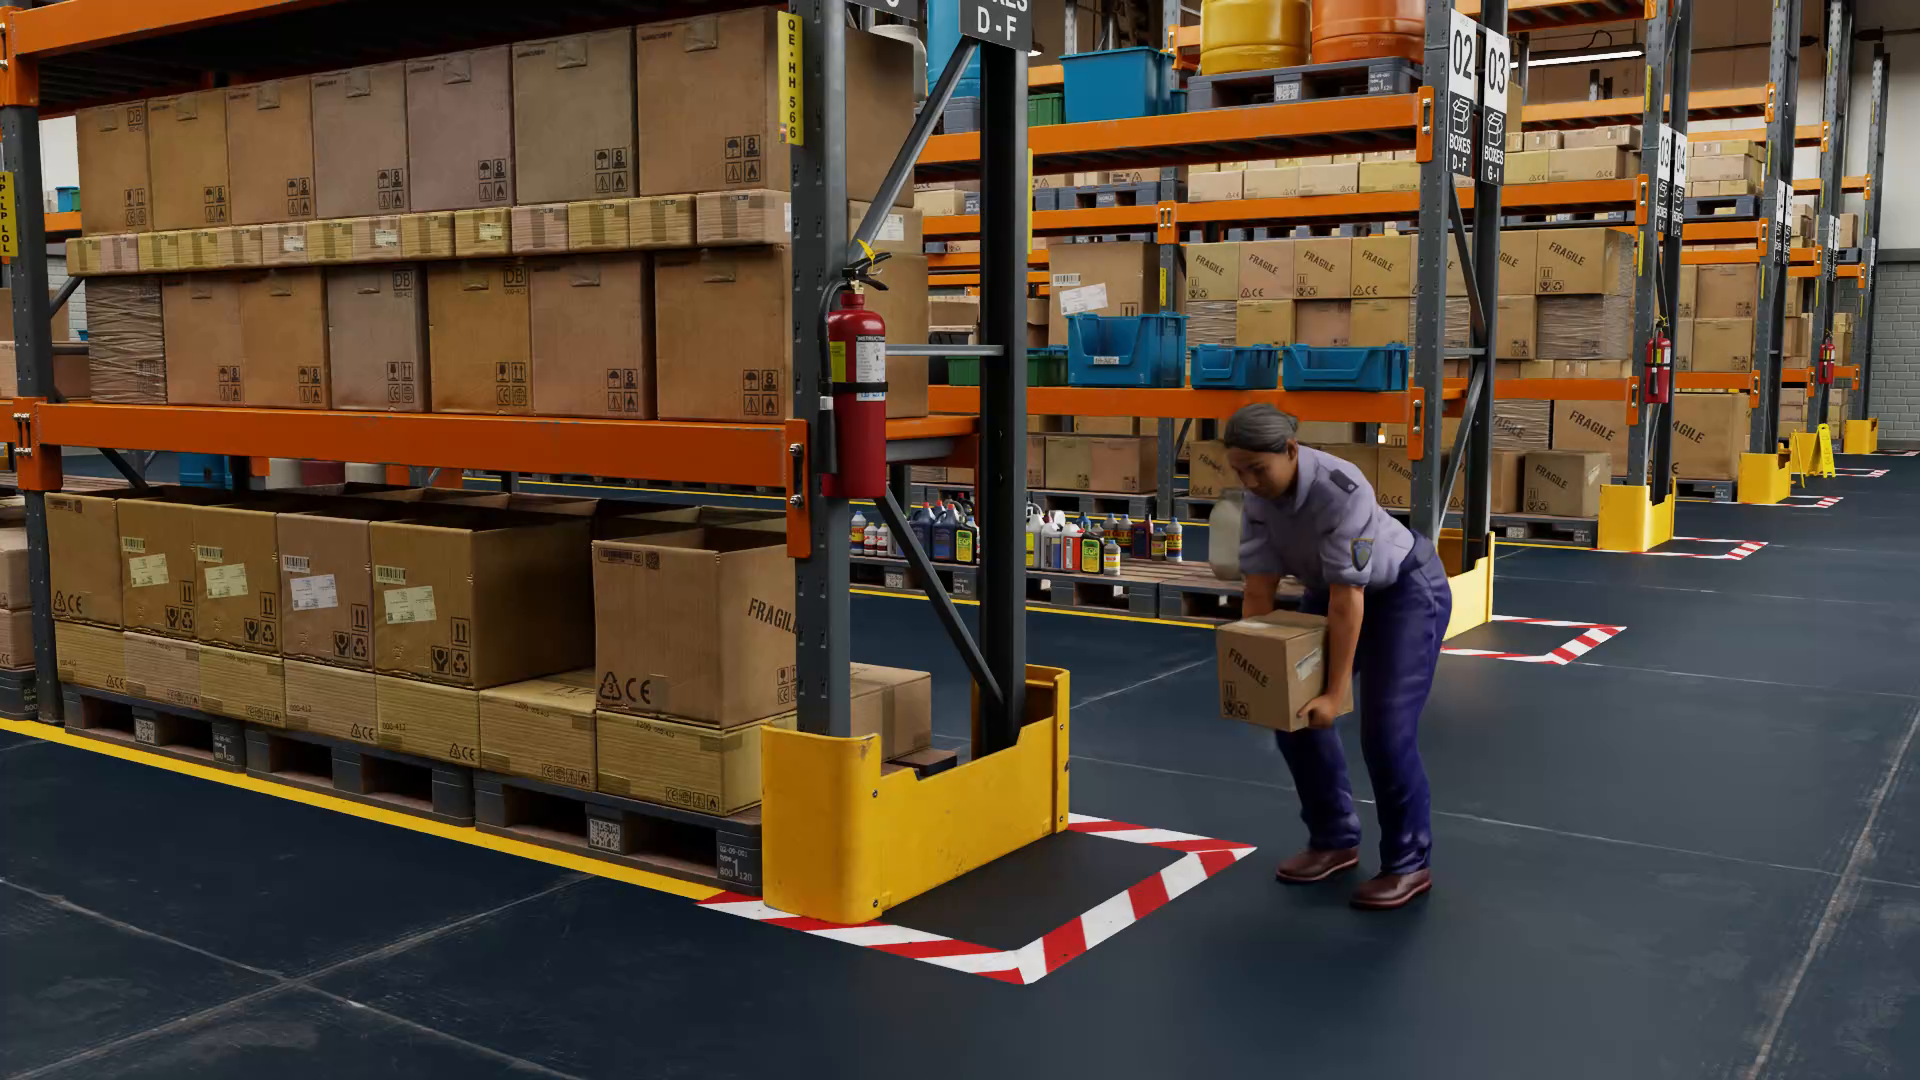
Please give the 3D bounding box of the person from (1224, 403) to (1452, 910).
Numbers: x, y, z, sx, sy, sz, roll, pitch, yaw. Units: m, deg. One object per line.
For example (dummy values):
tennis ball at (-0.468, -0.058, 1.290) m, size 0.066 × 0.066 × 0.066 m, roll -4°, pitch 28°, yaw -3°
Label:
person at (0.988, 0.312, 4.549) m, size 0.783 × 1.378 × 0.451 m, roll -5°, pitch 8°, yaw -37°
